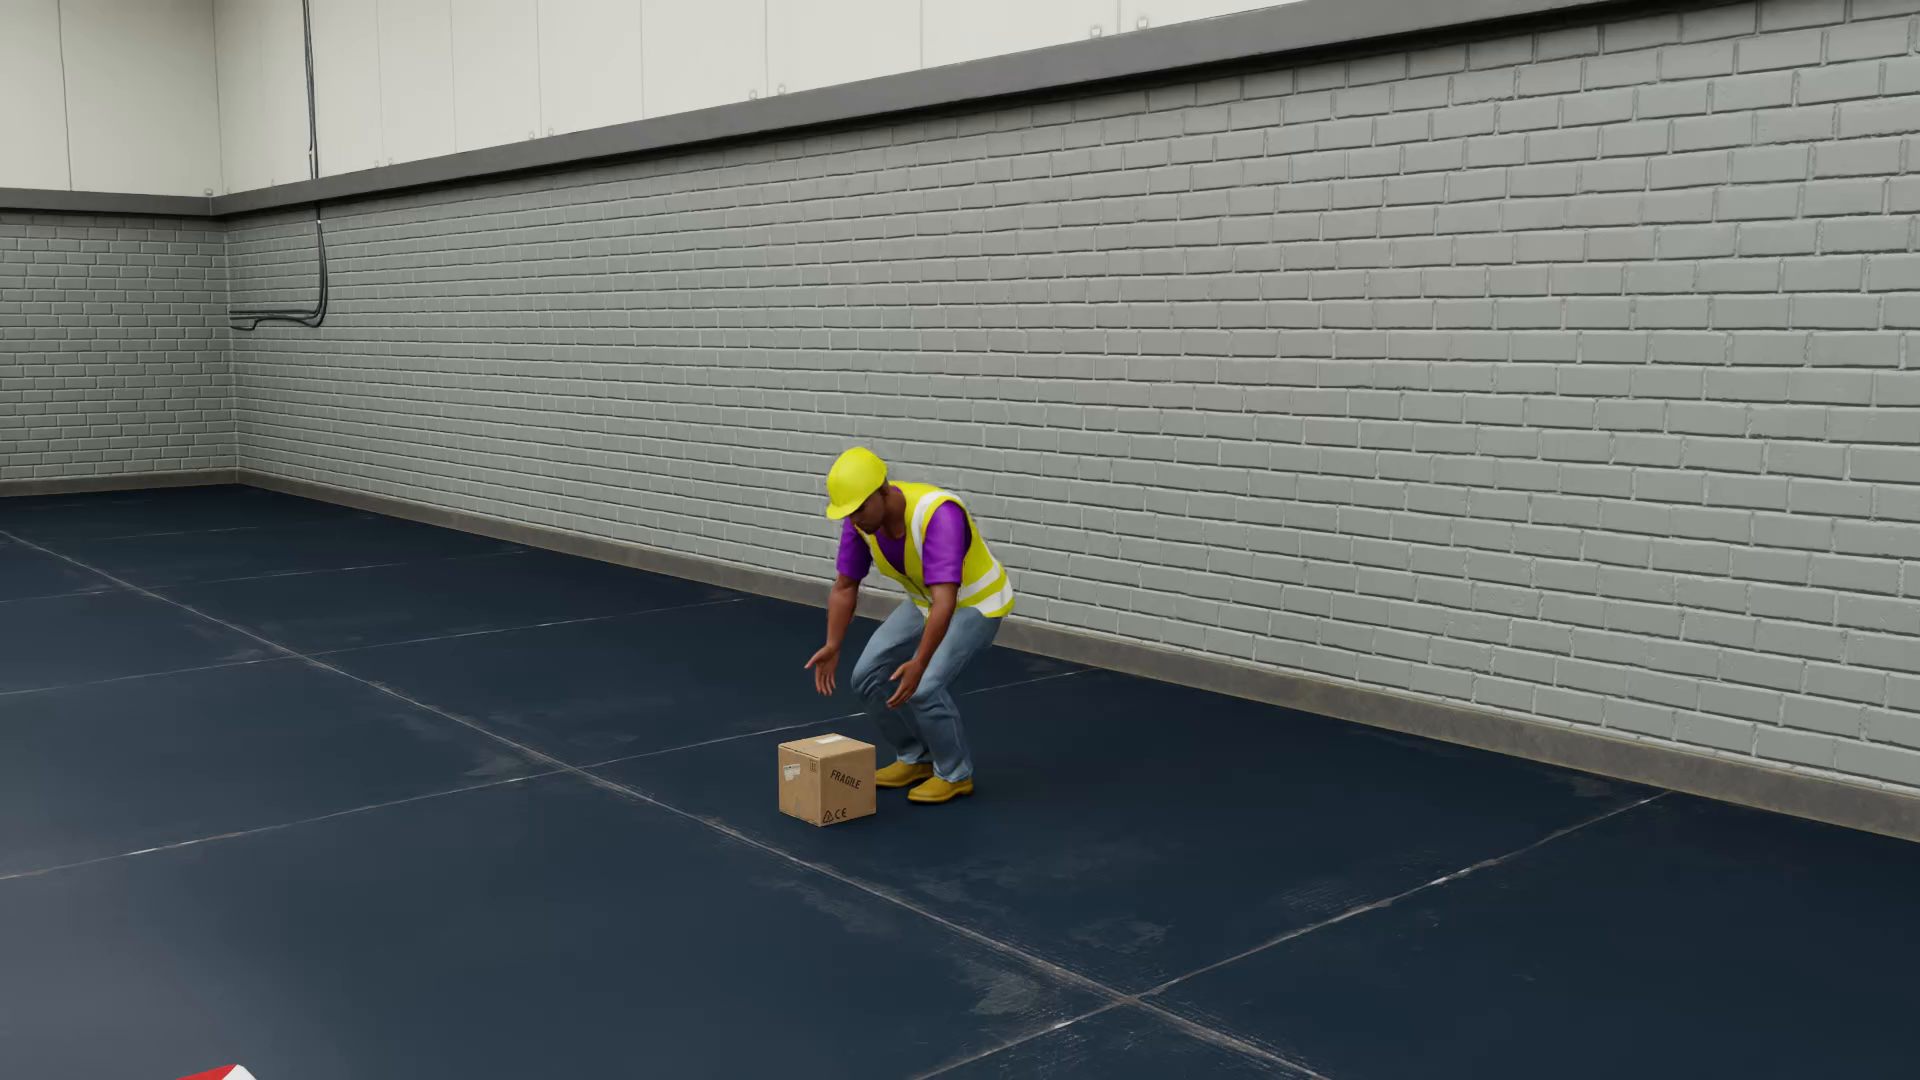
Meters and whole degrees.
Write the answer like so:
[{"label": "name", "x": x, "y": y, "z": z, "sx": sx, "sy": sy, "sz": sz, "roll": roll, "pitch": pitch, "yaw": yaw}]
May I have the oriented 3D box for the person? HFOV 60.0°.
[{"label": "person", "x": -0.151, "y": 0.301, "z": 6.126, "sx": 0.805, "sy": 1.313, "sz": 0.629, "roll": -6, "pitch": 10, "yaw": -41}]
